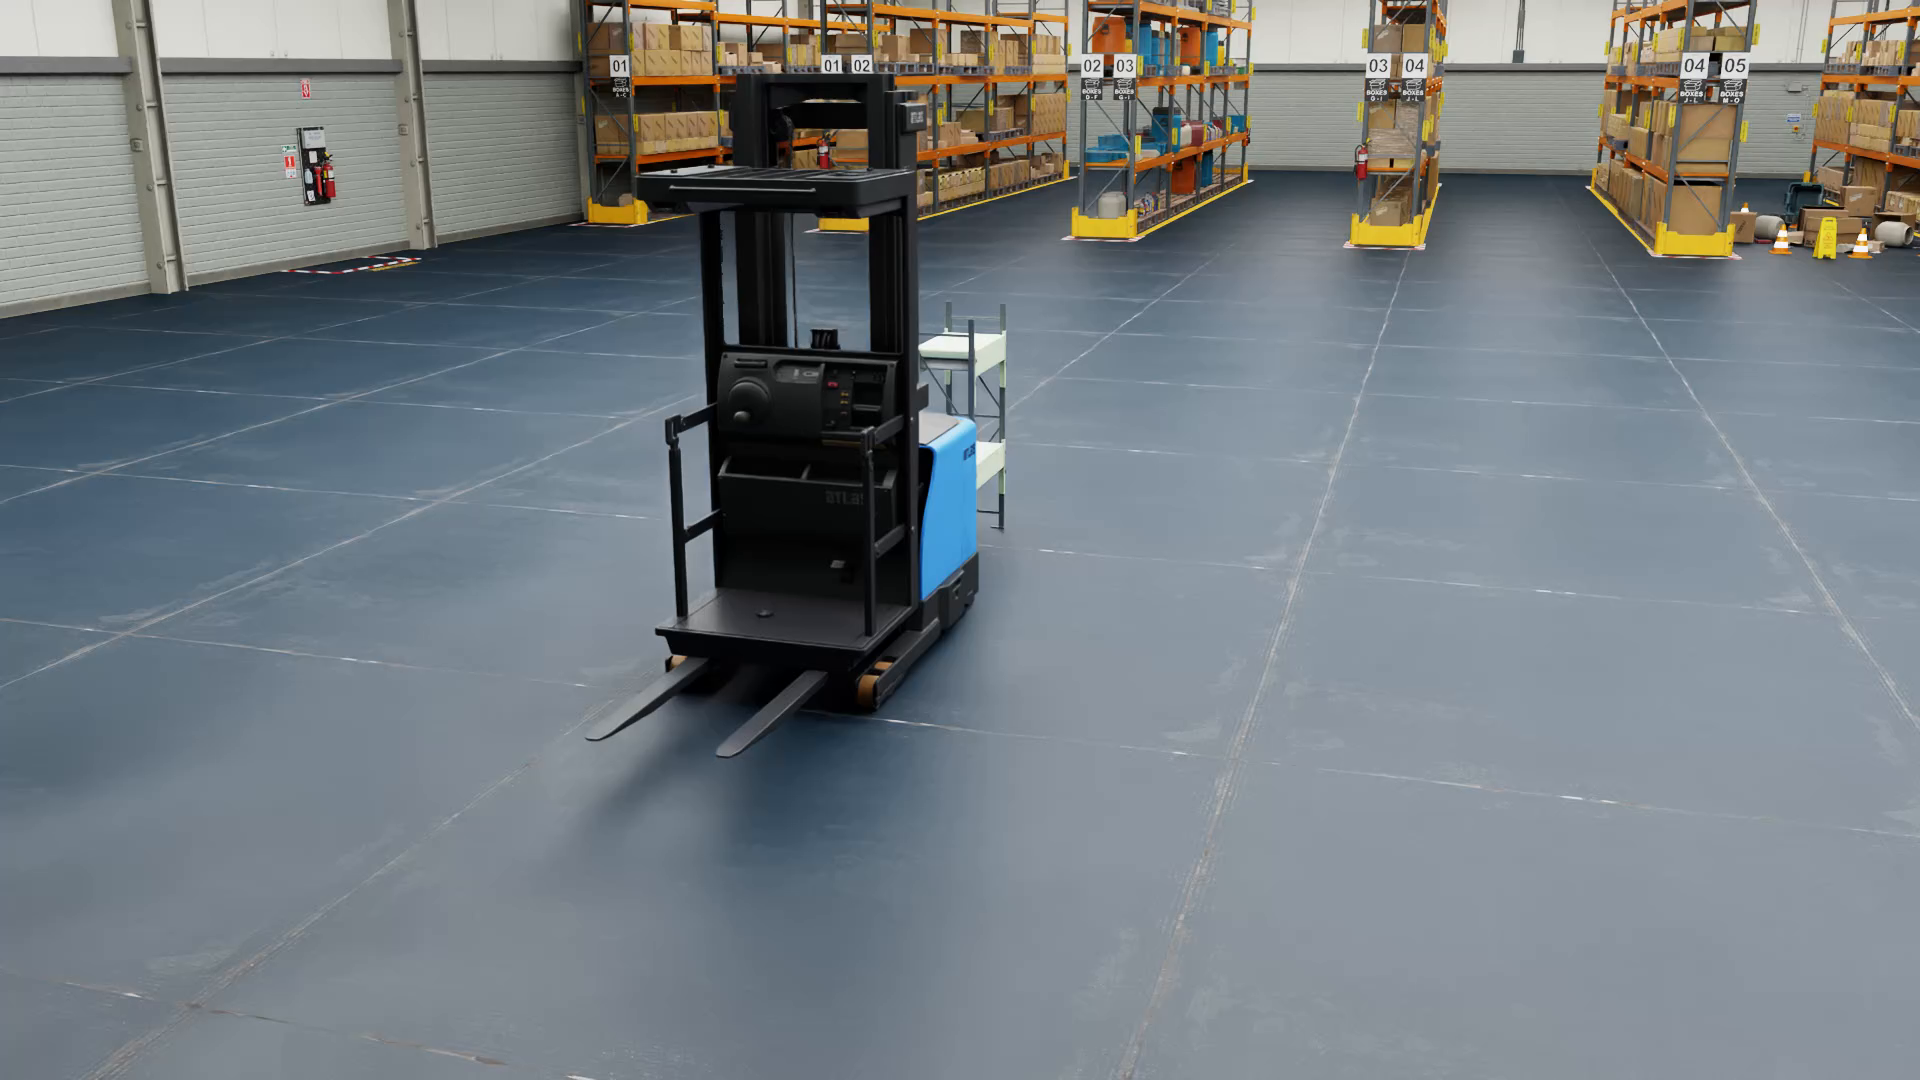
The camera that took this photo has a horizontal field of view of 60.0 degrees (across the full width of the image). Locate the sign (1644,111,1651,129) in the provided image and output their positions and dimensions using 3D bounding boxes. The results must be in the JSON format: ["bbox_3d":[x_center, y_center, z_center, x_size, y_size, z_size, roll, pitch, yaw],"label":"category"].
[{"bbox_3d":[12.747,-7.793,30.831,0.100,0.325,0.005,5,16,16],"label":"sign"}]

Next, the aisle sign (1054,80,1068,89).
[{"bbox_3d":[2.770,-12.799,45.693,0.394,0.787,0.004,5,16,16],"label":"aisle sign"}]

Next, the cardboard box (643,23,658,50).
[{"bbox_3d":[-6.307,-9.943,32.837,0.500,0.500,0.500,4,16,15],"label":"cardboard box"}]

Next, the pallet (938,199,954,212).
[{"bbox_3d":[-0.781,-7.269,36.071,1.003,0.211,1.213,5,16,16],"label":"pallet"}]

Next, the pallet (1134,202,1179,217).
[{"bbox_3d":[3.981,-6.897,34.758,1.003,0.211,1.213,5,16,16],"label":"pallet"}]

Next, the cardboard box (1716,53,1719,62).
[{"bbox_3d":[12.682,-7.958,27.398,0.380,0.149,0.250,5,16,16],"label":"cardboard box"}]

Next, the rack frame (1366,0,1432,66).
[{"bbox_3d":[7.407,-9.485,27.780,1.000,3.000,0.127,5,16,16],"label":"rack frame"}]

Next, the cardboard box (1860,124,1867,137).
[{"bbox_3d":[19.633,-8.777,35.635,0.500,0.250,0.500,5,17,17],"label":"cardboard box"}]

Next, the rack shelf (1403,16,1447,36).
[{"bbox_3d":[11.385,-12.610,40.846,1.077,0.370,4.000,5,16,16],"label":"rack shelf"}]

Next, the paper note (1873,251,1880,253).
[{"bbox_3d":[15.268,-4.804,27.711,0.148,0.019,0.142,-1,16,-3],"label":"paper note"}]

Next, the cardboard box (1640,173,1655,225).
[{"bbox_3d":[13.025,-6.255,30.511,0.875,0.875,0.875,5,17,17],"label":"cardboard box"}]

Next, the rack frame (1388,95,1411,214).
[{"bbox_3d":[8.547,-7.646,32.288,0.949,2.616,0.053,5,16,16],"label":"rack frame"}]

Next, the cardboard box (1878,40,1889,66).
[{"bbox_3d":[19.405,-10.101,34.493,0.500,0.500,0.500,5,17,16],"label":"cardboard box"}]

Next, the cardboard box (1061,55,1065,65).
[{"bbox_3d":[2.555,-13.012,45.068,0.500,0.250,0.500,5,16,16],"label":"cardboard box"}]

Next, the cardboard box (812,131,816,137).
[{"bbox_3d":[-3.826,-10.204,41.730,0.380,0.149,0.250,5,17,16],"label":"cardboard box"}]

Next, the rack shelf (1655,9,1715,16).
[{"bbox_3d":[13.839,-10.200,31.991,0.919,0.124,3.809,5,16,16],"label":"rack shelf"}]

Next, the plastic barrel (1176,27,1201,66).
[{"bbox_3d":[5.096,-11.076,37.330,0.600,0.830,0.708,5,16,16],"label":"plastic barrel"}]

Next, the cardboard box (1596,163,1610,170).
[{"bbox_3d":[16.206,-9.380,41.768,0.380,0.149,0.250,4,16,13],"label":"cardboard box"}]

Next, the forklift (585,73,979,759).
[{"bbox_3d":[-0.819,-0.721,7.999,1.130,2.935,3.031,5,17,17],"label":"forklift"}]

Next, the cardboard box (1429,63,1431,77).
[{"bbox_3d":[8.220,-8.478,29.999,0.500,0.250,0.500,5,17,18],"label":"cardboard box"}]

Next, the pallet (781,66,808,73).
[{"bbox_3d":[-4.435,-11.369,40.266,1.213,0.211,1.003,5,17,18],"label":"pallet"}]

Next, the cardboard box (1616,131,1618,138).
[{"bbox_3d":[14.252,-8.659,35.552,0.380,0.149,0.250,5,17,17],"label":"cardboard box"}]

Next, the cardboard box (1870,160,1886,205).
[{"bbox_3d":[19.715,-7.511,34.937,0.875,0.875,0.875,5,17,17],"label":"cardboard box"}]

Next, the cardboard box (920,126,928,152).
[{"bbox_3d":[-1.073,-8.347,34.576,0.700,0.500,0.500,4,16,14],"label":"cardboard box"}]

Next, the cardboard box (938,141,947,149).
[{"bbox_3d":[-0.505,-8.510,35.796,0.380,0.149,0.250,5,16,16],"label":"cardboard box"}]

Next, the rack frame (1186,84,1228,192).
[{"bbox_3d":[6.068,-10.123,41.022,1.000,3.000,0.127,5,16,16],"label":"rack frame"}]

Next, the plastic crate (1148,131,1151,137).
[{"bbox_3d":[3.810,-8.335,34.747,0.392,0.384,0.575,5,16,16],"label":"plastic crate"}]

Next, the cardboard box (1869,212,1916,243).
[{"bbox_3d":[16.436,-5.501,29.304,0.500,0.500,0.500,-10,19,-32],"label":"cardboard box"}]

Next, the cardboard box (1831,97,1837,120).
[{"bbox_3d":[20.626,-10.041,38.717,0.500,0.500,0.500,5,17,16],"label":"cardboard box"}]

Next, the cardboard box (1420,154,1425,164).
[{"bbox_3d":[8.236,-6.919,30.188,0.380,0.149,0.250,5,16,16],"label":"cardboard box"}]

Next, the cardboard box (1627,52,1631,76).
[{"bbox_3d":[14.601,-10.204,35.627,0.500,0.500,0.500,5,16,16],"label":"cardboard box"}]

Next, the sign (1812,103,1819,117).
[{"bbox_3d":[20.925,-10.516,40.676,0.100,0.325,0.005,5,16,16],"label":"sign"}]

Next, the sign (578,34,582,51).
[{"bbox_3d":[-7.367,-9.669,32.302,0.100,0.325,0.005,5,16,16],"label":"sign"}]

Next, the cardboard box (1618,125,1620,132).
[{"bbox_3d":[14.185,-8.740,35.292,0.380,0.149,0.250,5,17,18],"label":"cardboard box"}]

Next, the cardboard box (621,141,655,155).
[{"bbox_3d":[-6.397,-7.792,33.043,0.500,0.250,0.500,4,16,14],"label":"cardboard box"}]

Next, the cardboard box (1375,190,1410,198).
[{"bbox_3d":[8.236,-6.393,31.684,0.500,0.500,0.500,11,19,33],"label":"cardboard box"}]

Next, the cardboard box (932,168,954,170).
[{"bbox_3d":[-0.388,-8.358,38.042,0.500,0.311,0.500,4,16,14],"label":"cardboard box"}]

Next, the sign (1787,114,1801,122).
[{"bbox_3d":[23.006,-11.644,45.888,0.327,0.218,0.001,5,16,16],"label":"sign"}]

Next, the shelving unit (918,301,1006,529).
[{"bbox_3d":[-0.001,-0.721,10.622,0.431,1.500,0.748,5,16,16],"label":"shelving unit"}]

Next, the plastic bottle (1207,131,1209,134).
[{"bbox_3d":[5.752,-9.433,38.825,0.097,0.271,0.097,0,16,0],"label":"plastic bottle"}]

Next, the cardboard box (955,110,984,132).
[{"bbox_3d":[0.254,-9.885,39.231,0.700,0.500,0.500,-1,16,-3],"label":"cardboard box"}]

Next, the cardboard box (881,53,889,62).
[{"bbox_3d":[-1.587,-9.254,31.896,0.380,0.149,0.250,5,16,16],"label":"cardboard box"}]

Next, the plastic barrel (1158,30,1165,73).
[{"bbox_3d":[3.917,-10.035,34.297,0.600,0.901,0.600,0,16,0],"label":"plastic barrel"}]

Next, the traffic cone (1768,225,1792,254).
[{"bbox_3d":[13.646,-4.997,27.597,0.336,0.463,0.334,5,16,16],"label":"traffic cone"}]

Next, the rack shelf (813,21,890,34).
[{"bbox_3d":[11.385,-12.150,40.977,30.796,1.325,4.000,5,16,16],"label":"rack shelf"}]

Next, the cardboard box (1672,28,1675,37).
[{"bbox_3d":[12.194,-8.524,27.934,0.380,0.149,0.250,5,17,16],"label":"cardboard box"}]

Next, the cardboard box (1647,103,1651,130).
[{"bbox_3d":[13.839,-8.293,32.555,0.700,0.500,0.500,4,16,15],"label":"cardboard box"}]

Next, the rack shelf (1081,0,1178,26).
[{"bbox_3d":[3.227,-9.854,31.132,1.077,0.370,4.000,5,16,16],"label":"rack shelf"}]

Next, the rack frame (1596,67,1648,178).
[{"bbox_3d":[16.681,-10.374,41.908,1.000,3.000,0.127,5,16,16],"label":"rack frame"}]

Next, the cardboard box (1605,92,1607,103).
[{"bbox_3d":[16.161,-10.817,40.908,0.500,0.500,0.500,5,17,17],"label":"cardboard box"}]

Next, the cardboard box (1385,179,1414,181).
[{"bbox_3d":[9.209,-7.230,34.596,0.700,0.500,0.500,6,17,21],"label":"cardboard box"}]
